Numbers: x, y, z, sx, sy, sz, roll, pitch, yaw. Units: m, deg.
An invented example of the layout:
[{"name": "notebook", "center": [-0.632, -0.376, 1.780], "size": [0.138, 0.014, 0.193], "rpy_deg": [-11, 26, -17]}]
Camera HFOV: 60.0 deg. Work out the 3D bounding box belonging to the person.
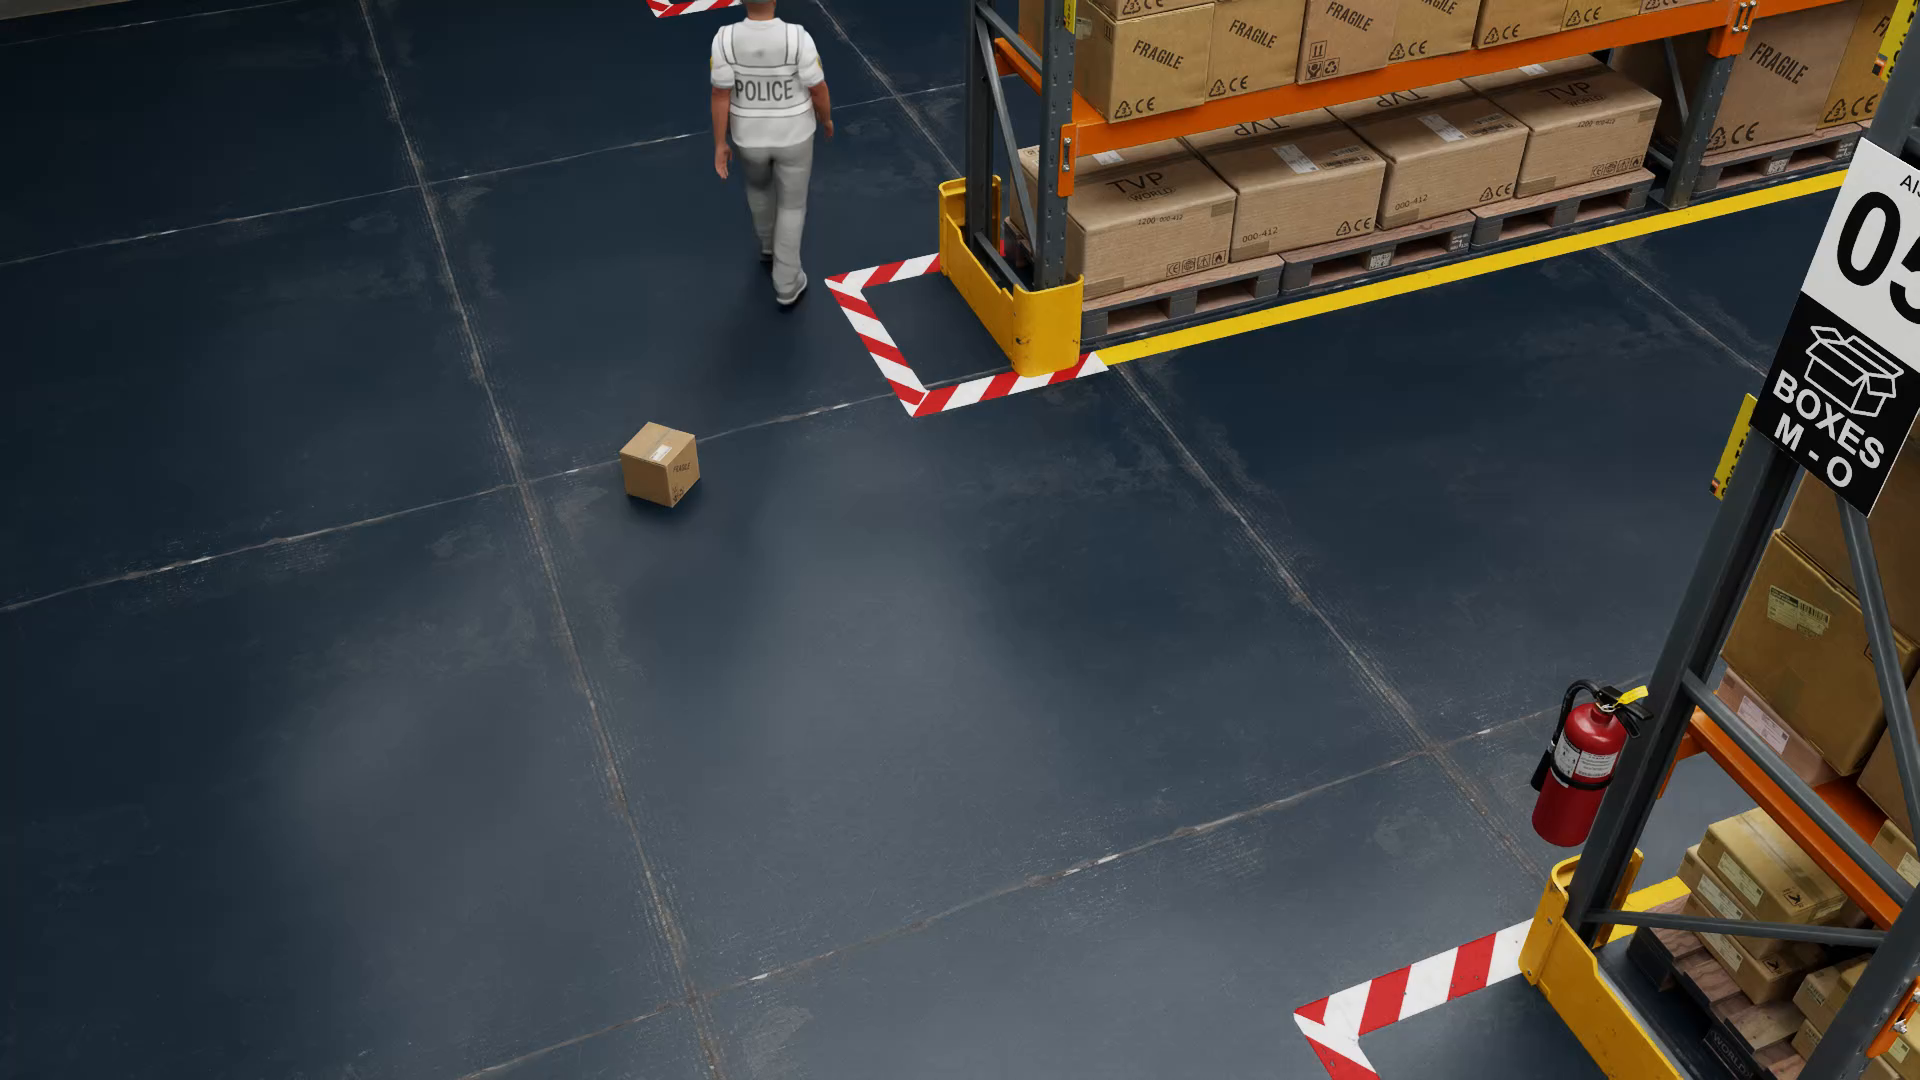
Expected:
[{"name": "person", "center": [-0.943, -2.106, 8.544], "size": [0.573, 1.817, 0.771], "rpy_deg": [3, 42, 4]}]
